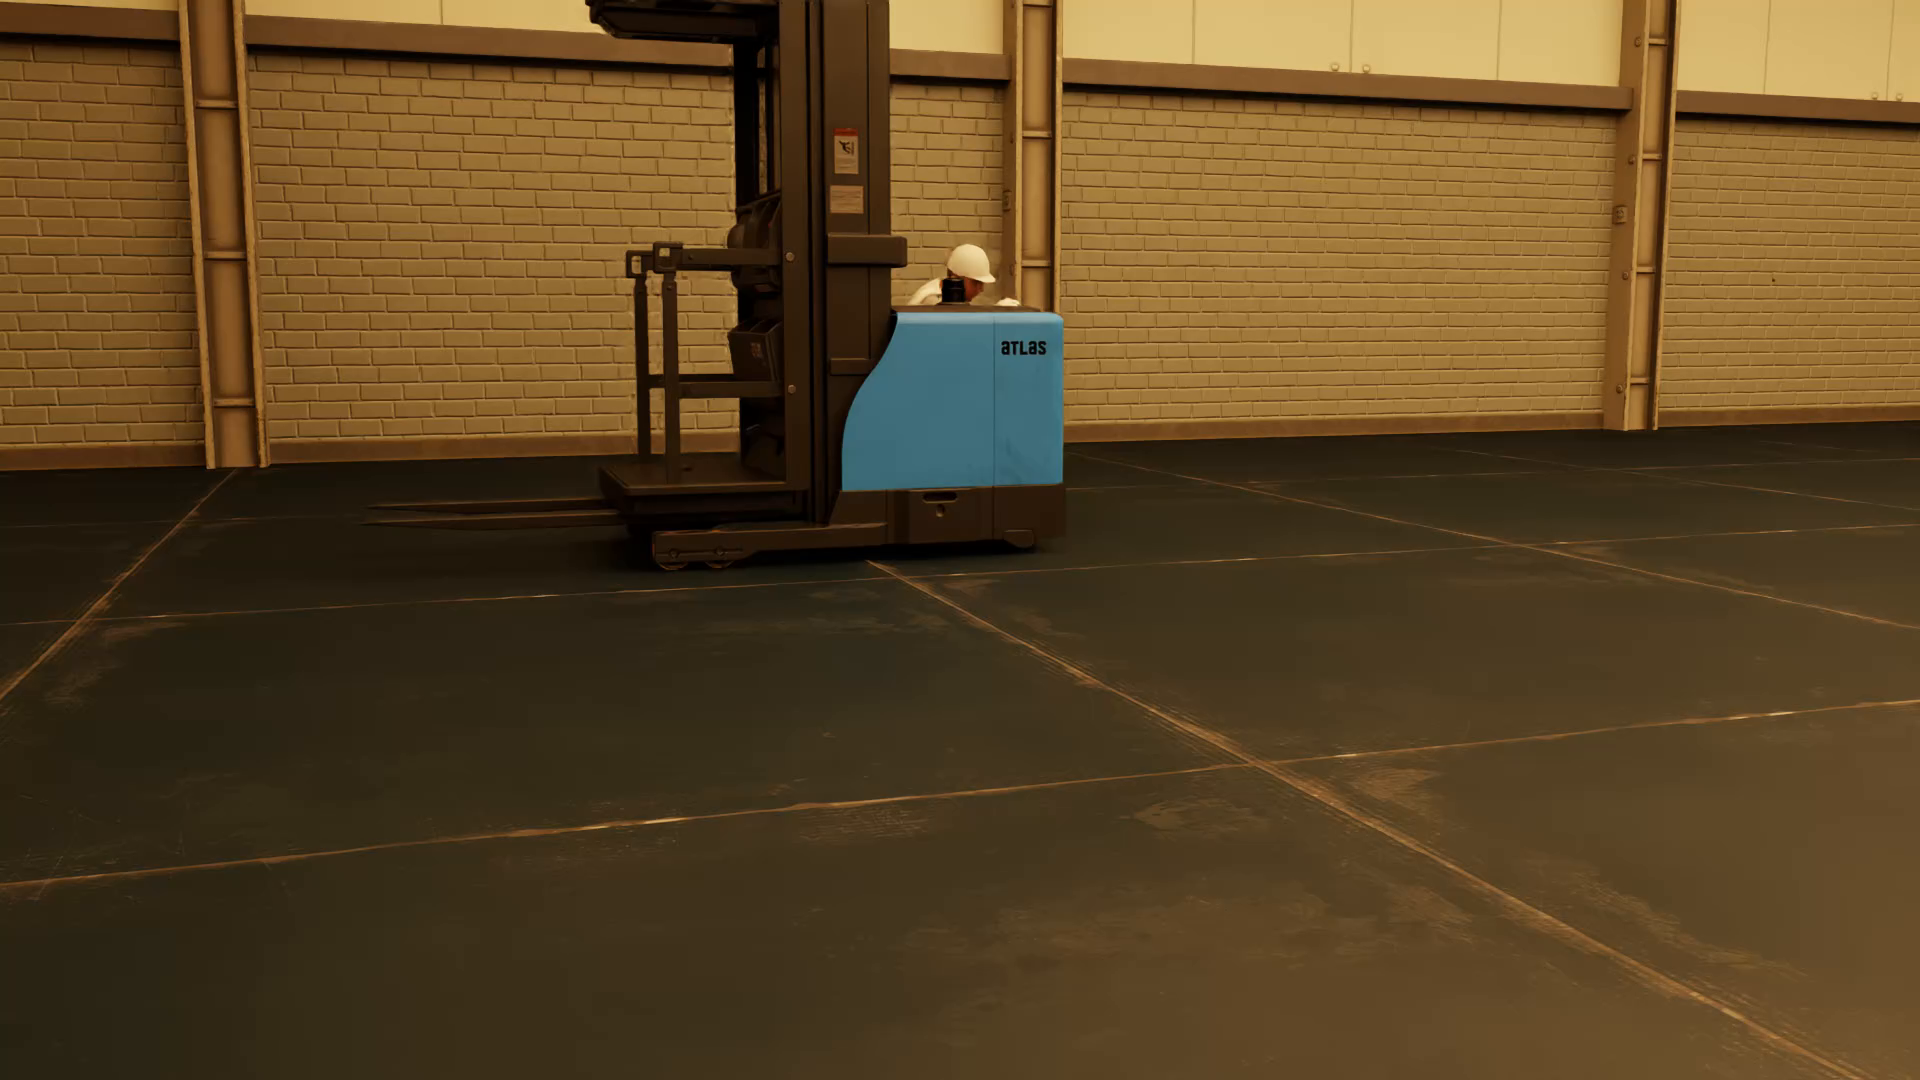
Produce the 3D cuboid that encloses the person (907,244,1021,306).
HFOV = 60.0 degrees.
[{"bbox_3d":[0.032,-0.846,8.855,0.859,1.422,1.334,2,8,15],"label":"person"}]

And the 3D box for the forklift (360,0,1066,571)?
[{"bbox_3d":[-1.095,-1.403,7.362,3.031,2.935,1.130,-2,8,-17],"label":"forklift"}]
